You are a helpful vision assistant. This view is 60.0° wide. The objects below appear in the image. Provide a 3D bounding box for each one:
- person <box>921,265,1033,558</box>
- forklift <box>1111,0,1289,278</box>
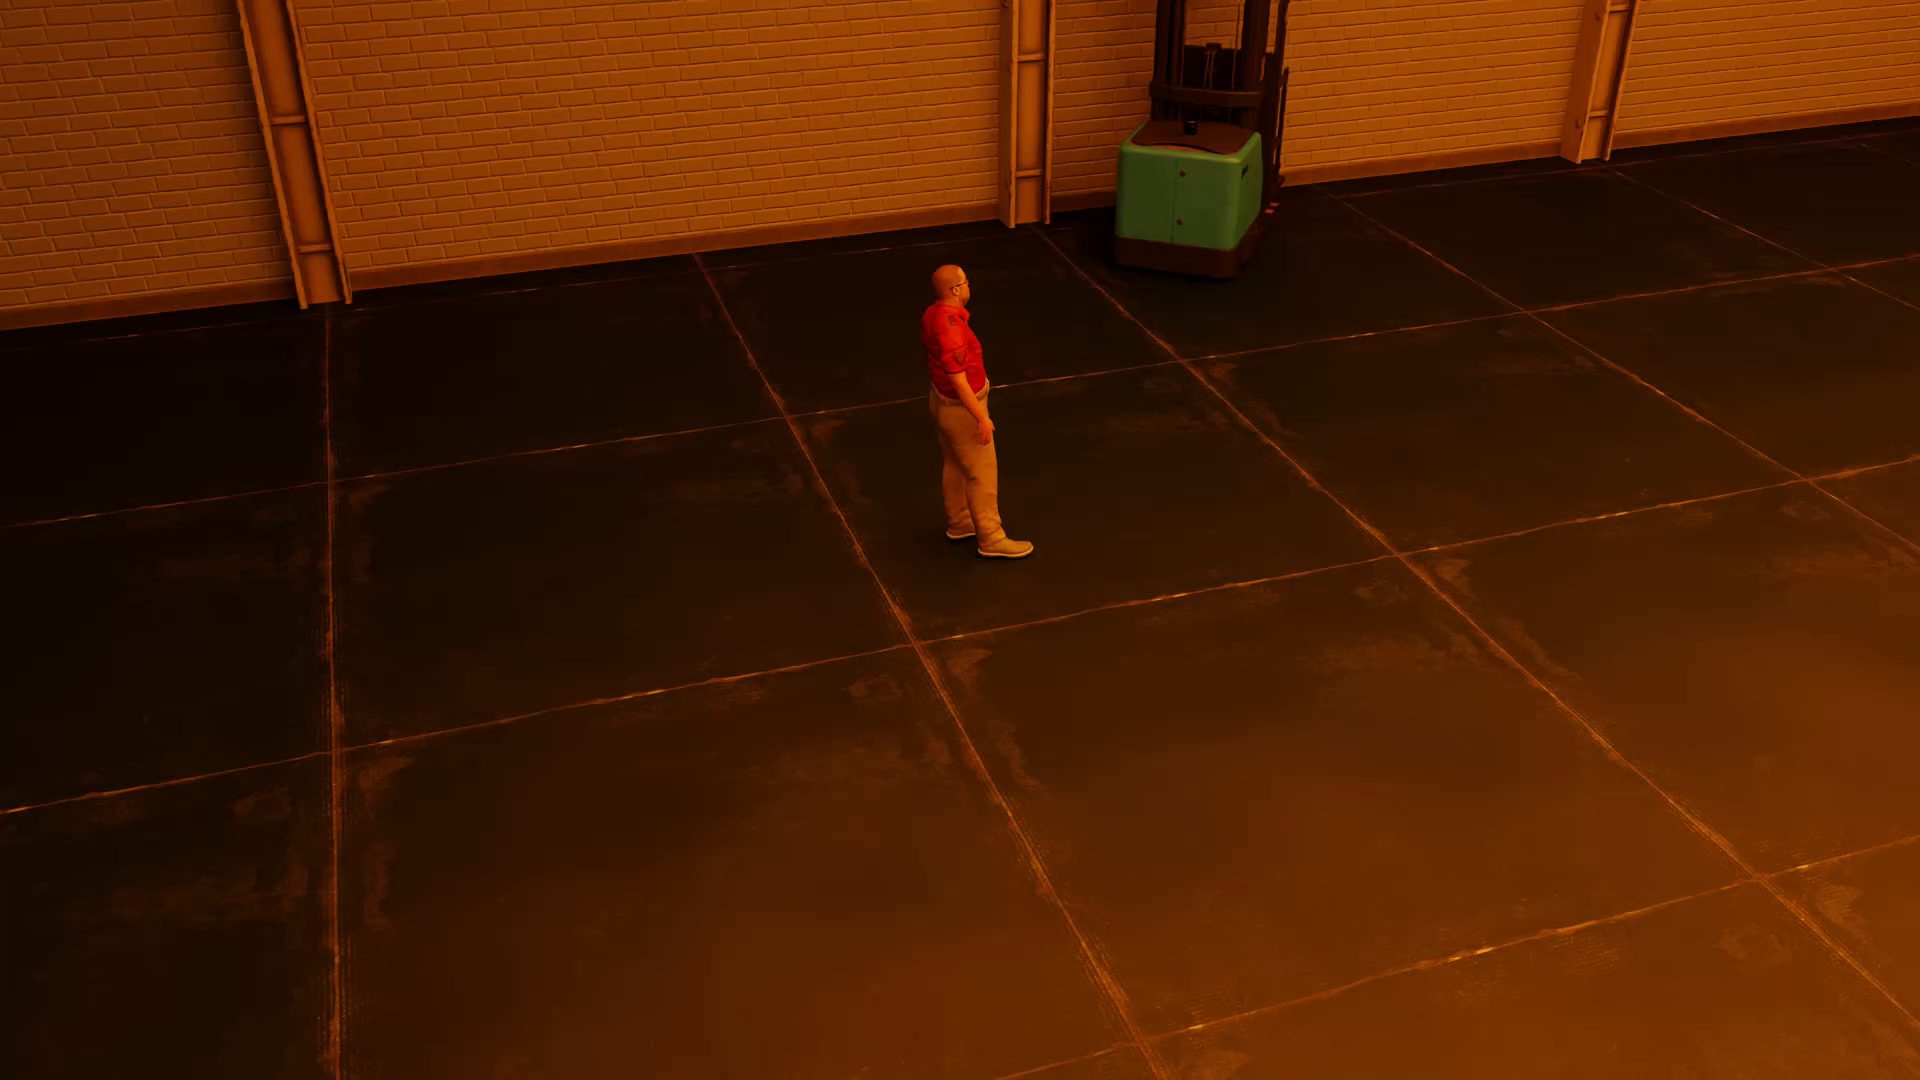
[{"bbox_3d":[0.089,-0.764,9.606,0.551,1.727,0.640,-10,31,-16],"label":"person"},{"bbox_3d":[2.268,-4.131,14.266,1.130,2.935,3.031,11,32,18],"label":"forklift"}]
